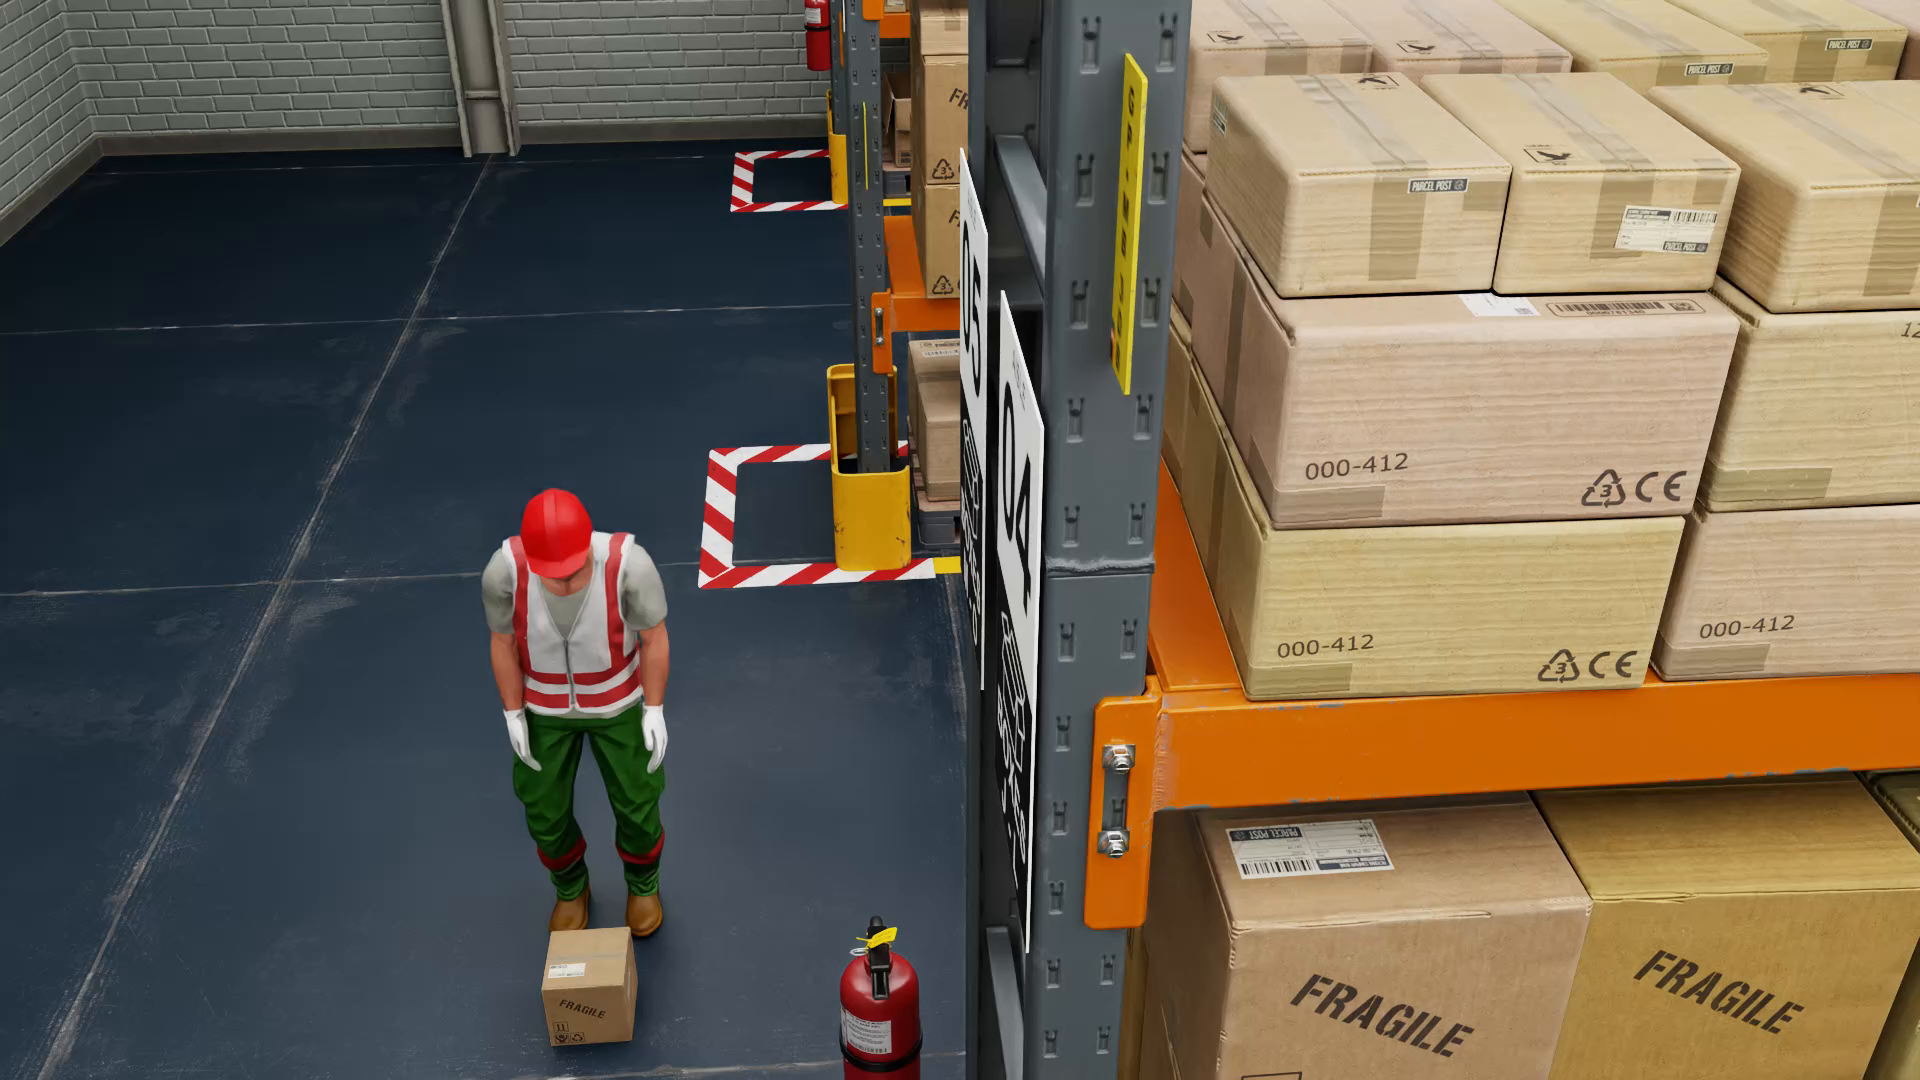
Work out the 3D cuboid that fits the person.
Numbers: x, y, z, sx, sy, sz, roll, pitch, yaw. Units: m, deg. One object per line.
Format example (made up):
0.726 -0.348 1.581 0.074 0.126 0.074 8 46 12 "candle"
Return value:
-1.175 0.550 5.265 0.551 1.712 0.496 -2 31 -3 "person"
